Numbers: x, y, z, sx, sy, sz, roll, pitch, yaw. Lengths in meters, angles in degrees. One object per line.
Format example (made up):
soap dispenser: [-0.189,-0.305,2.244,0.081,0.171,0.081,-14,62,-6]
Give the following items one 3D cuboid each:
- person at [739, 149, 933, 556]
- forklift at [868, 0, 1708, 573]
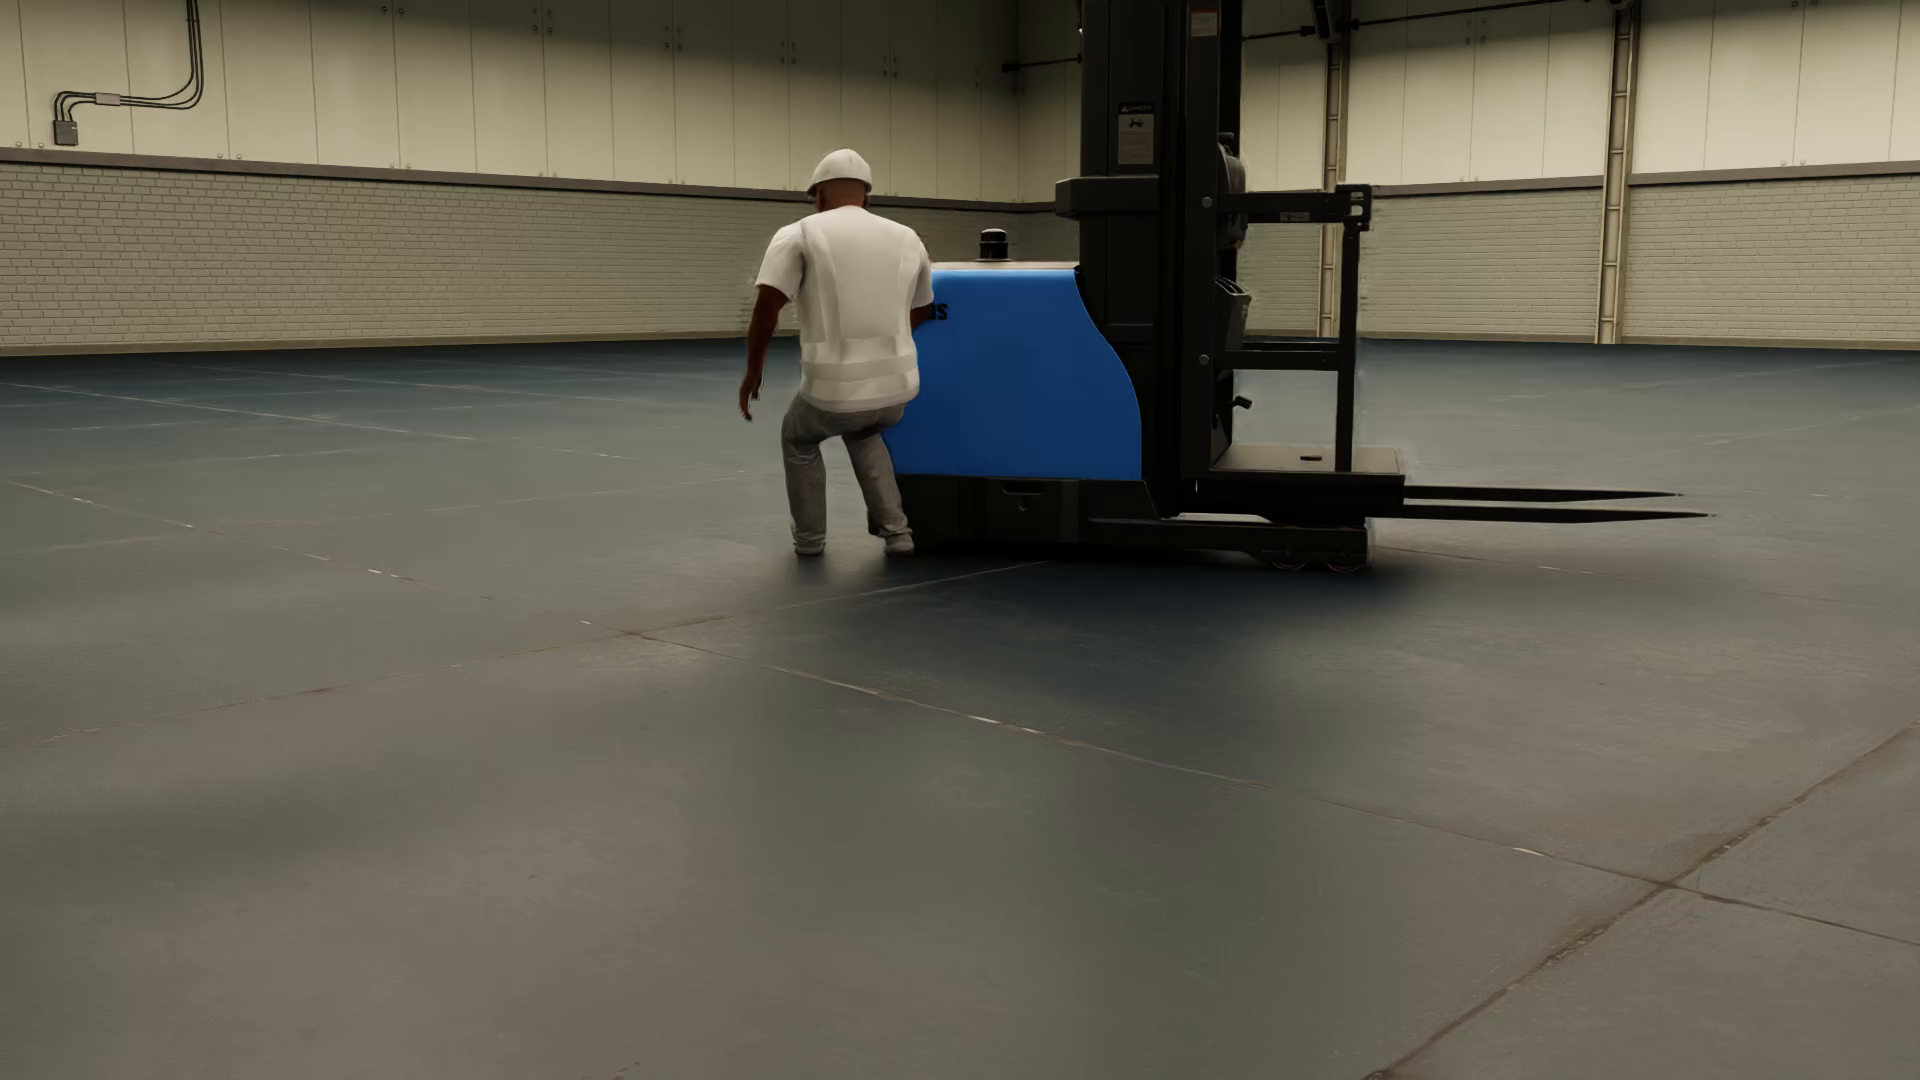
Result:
person: [-0.497,-0.624,6.069,0.813,1.550,0.910,-5,10,-30]
forklift: [1.220,-1.418,6.292,3.031,2.935,1.130,2,9,13]
